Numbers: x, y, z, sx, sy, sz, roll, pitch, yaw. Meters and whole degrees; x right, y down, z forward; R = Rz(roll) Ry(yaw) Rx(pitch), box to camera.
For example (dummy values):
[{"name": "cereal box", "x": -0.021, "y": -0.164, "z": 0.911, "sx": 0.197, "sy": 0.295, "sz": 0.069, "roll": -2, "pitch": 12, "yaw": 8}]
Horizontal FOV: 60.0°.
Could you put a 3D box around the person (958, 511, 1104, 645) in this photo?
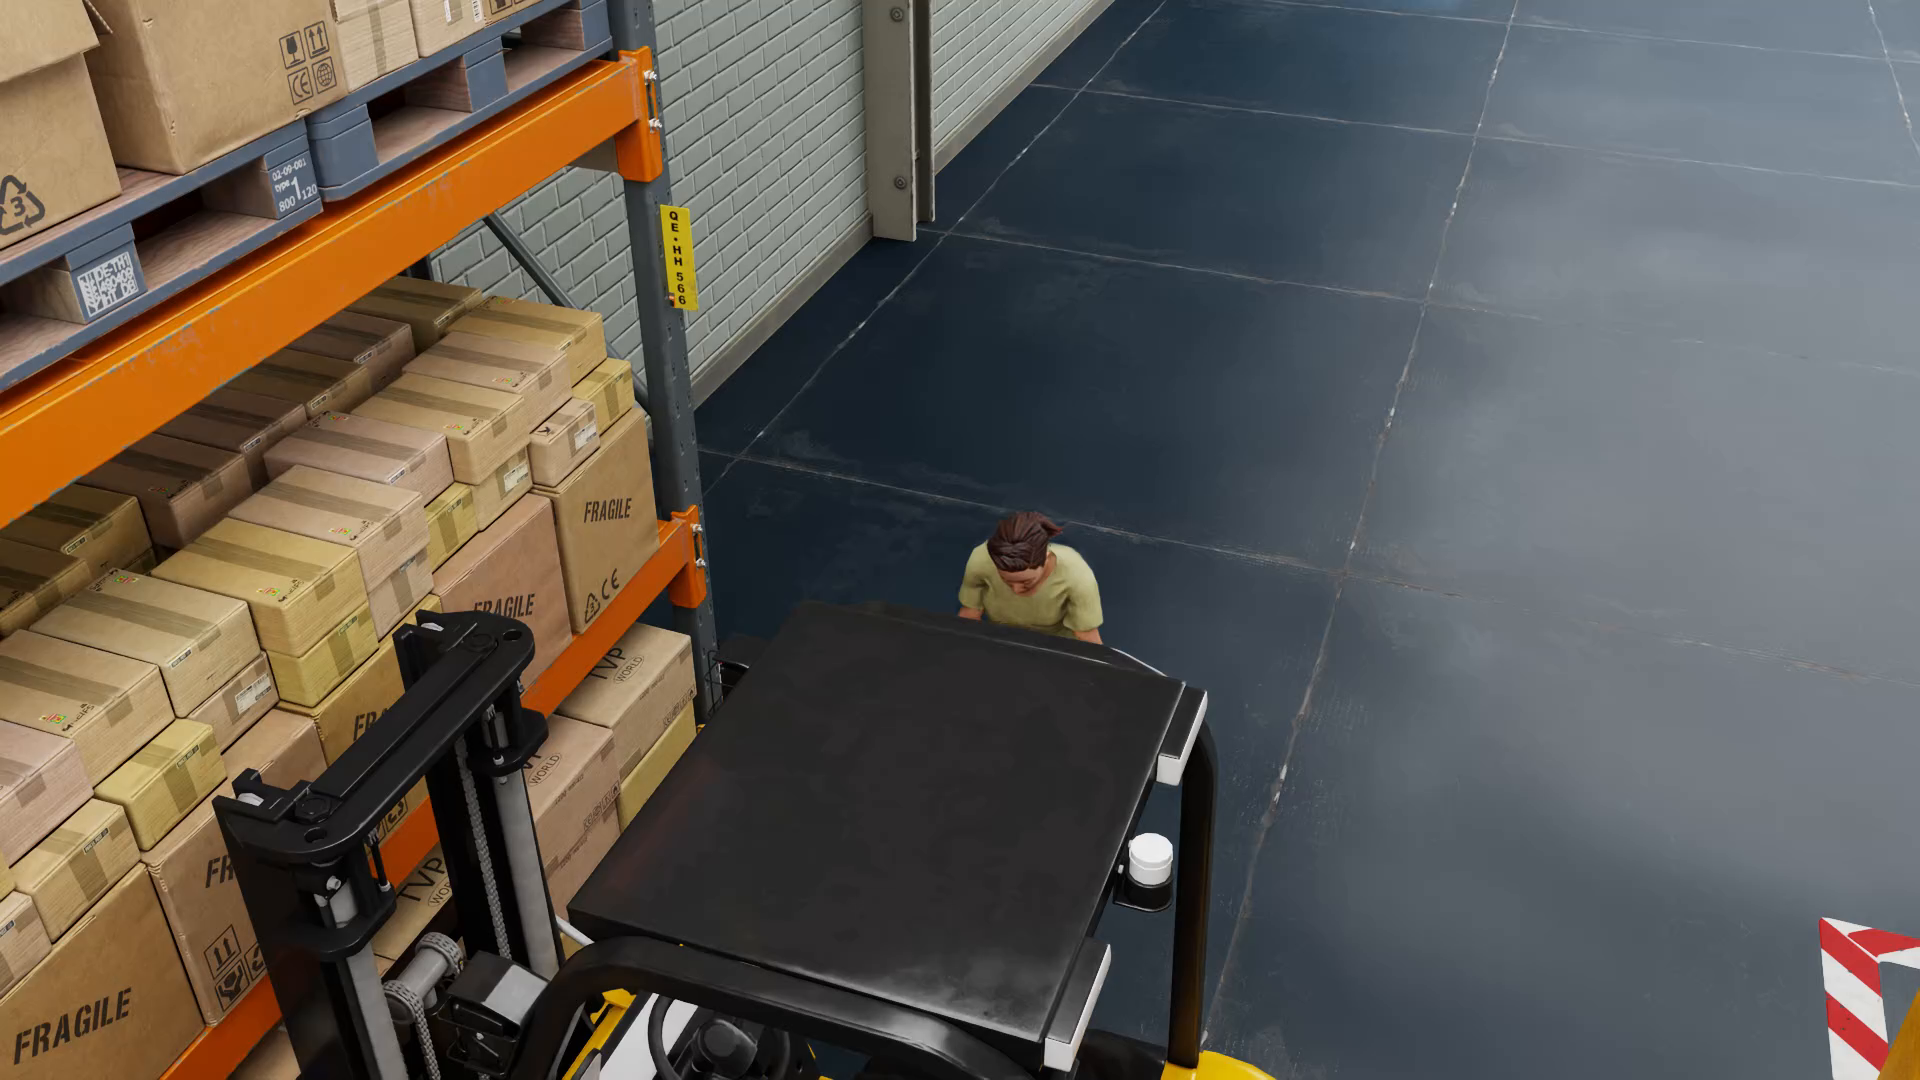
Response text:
[{"name": "person", "x": 0.235, "y": 0.475, "z": 5.595, "sx": 0.502, "sy": 1.493, "sz": 0.550, "roll": 12, "pitch": 35, "yaw": 17}]
